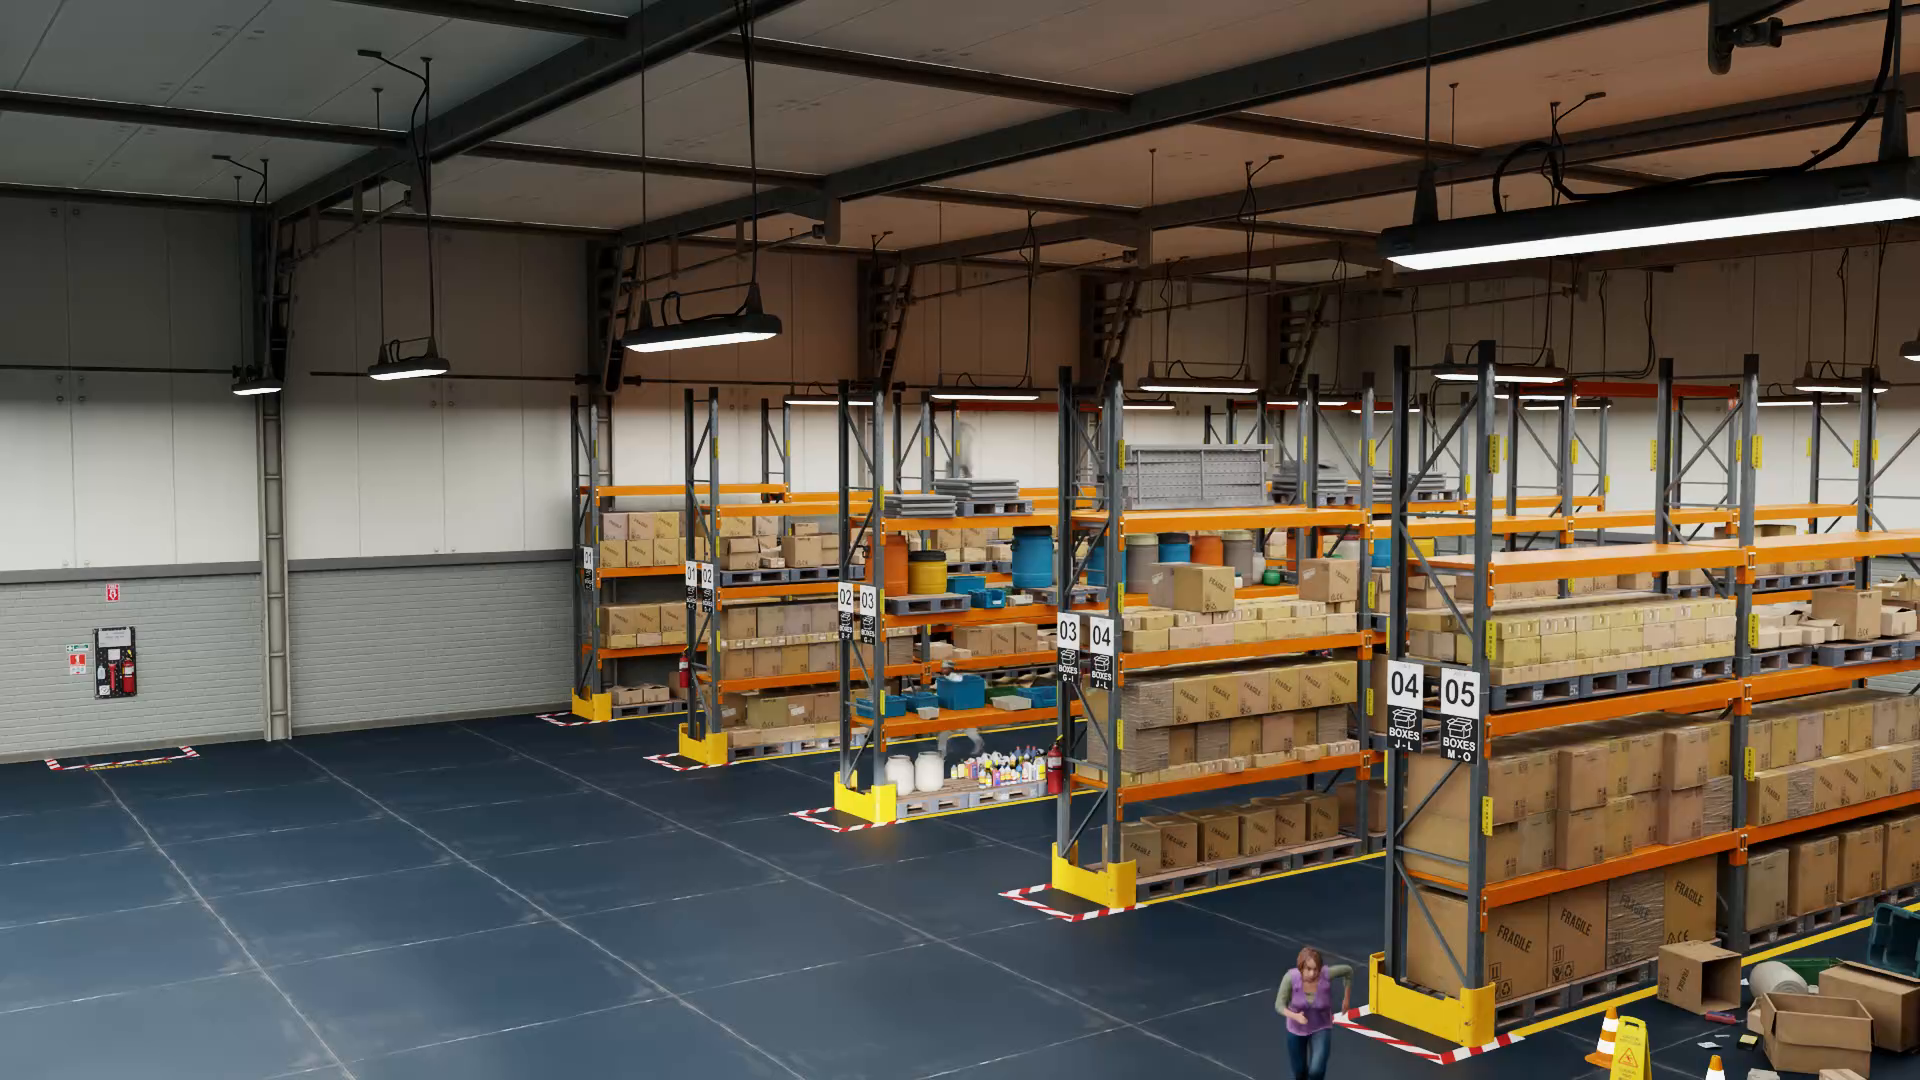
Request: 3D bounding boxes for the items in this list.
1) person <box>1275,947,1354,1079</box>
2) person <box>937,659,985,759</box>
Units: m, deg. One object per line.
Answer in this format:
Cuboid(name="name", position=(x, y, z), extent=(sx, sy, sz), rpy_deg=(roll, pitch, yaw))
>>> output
Cuboid(name="person", position=(2.634, 3.683, 12.389), extent=(0.575, 1.464, 0.890), rpy_deg=(1, 3, 10))
Cuboid(name="person", position=(-0.006, 2.734, 26.796), extent=(1.016, 1.696, 0.579), rpy_deg=(-3, 5, -42))
